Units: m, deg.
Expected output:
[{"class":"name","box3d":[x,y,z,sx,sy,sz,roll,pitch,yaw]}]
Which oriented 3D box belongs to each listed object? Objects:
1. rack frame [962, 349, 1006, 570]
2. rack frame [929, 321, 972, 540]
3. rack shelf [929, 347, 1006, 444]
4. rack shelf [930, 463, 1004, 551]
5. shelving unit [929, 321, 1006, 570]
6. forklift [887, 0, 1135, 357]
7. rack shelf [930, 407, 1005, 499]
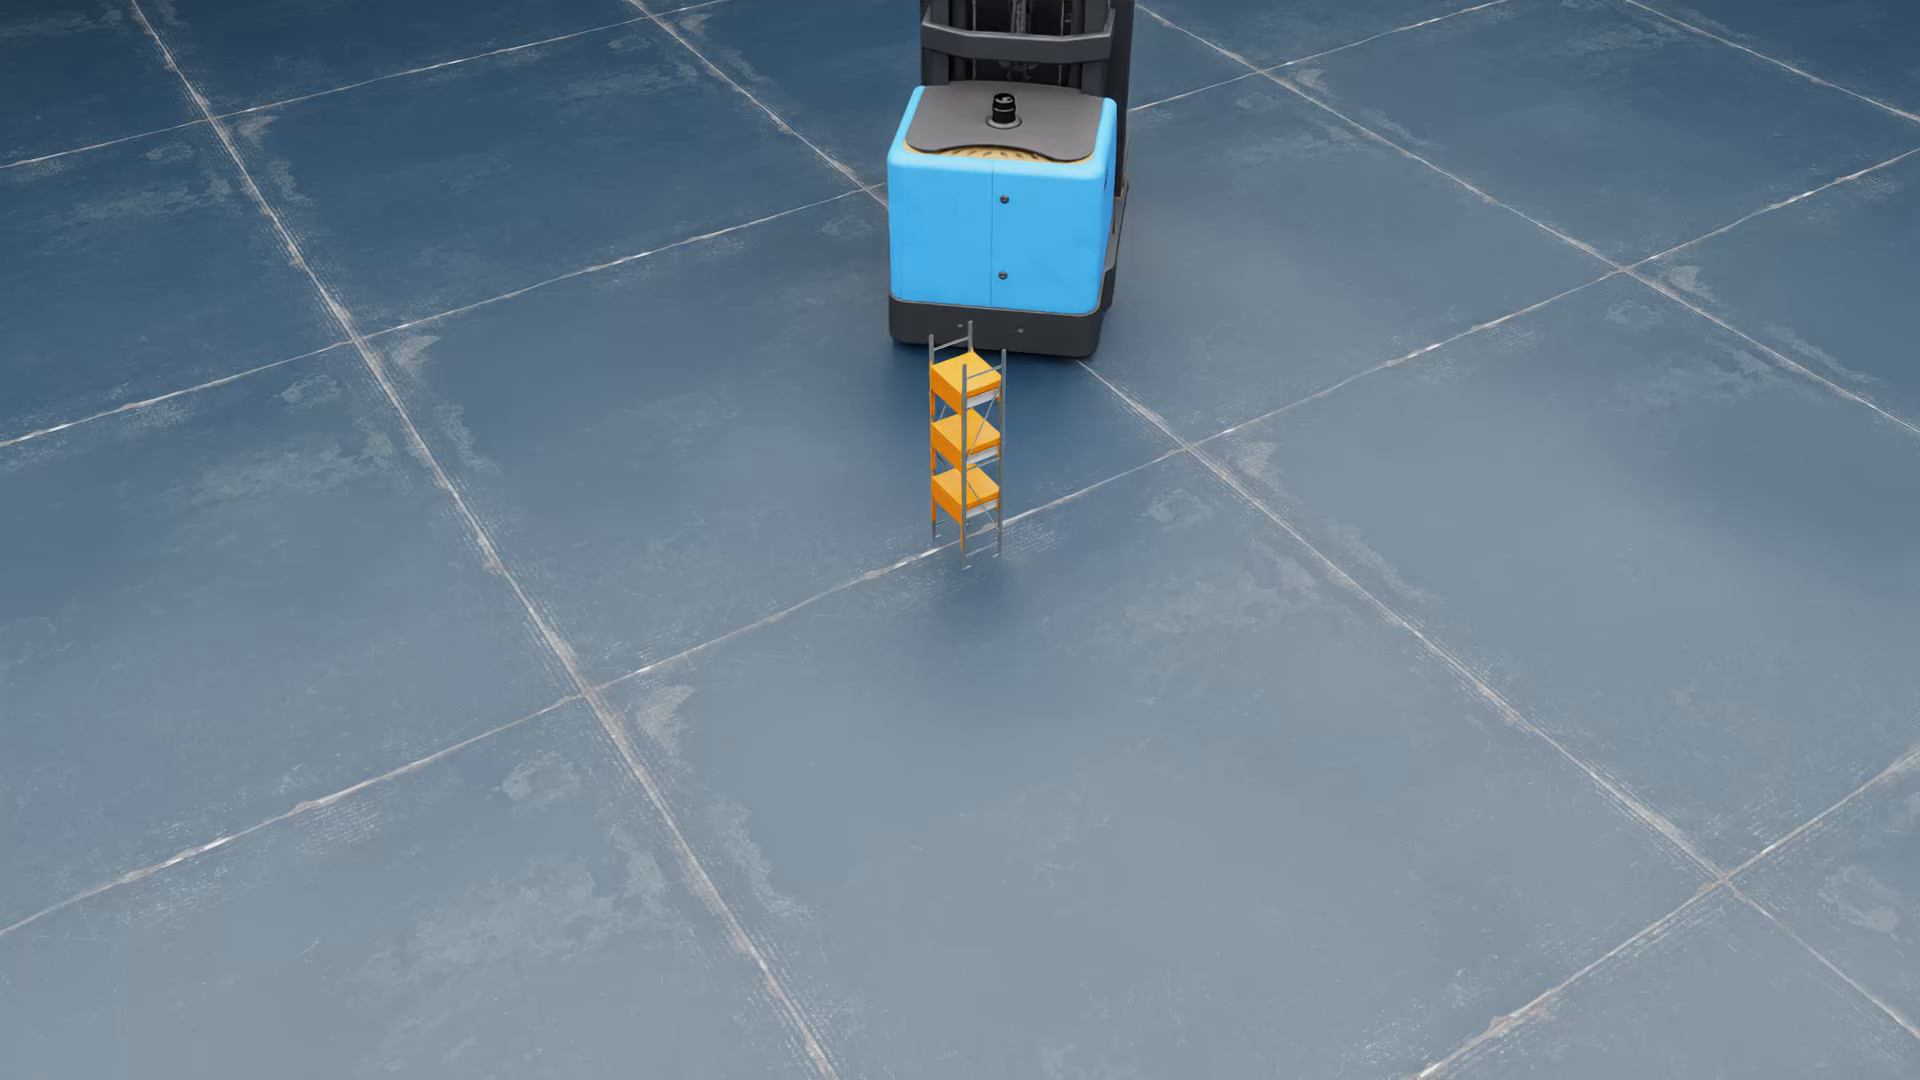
[{"class":"rack frame","box3d":[0.094,-0.309,6.800,0.200,1.050,0.008,-22,45,-24]},{"class":"rack frame","box3d":[-0.037,-0.440,6.958,0.200,1.050,0.008,-22,45,-24]},{"class":"rack shelf","box3d":[0.029,-0.584,6.704,0.215,0.259,0.240,-22,45,-24]},{"class":"rack shelf","box3d":[0.029,-0.153,7.064,0.215,0.259,0.240,-22,45,-24]},{"class":"shelving unit","box3d":[0.029,-0.374,6.879,0.215,1.050,0.252,-22,45,-24]},{"class":"forklift","box3d":[0.377,-2.976,8.531,1.130,2.935,3.031,6,40,7]},{"class":"rack shelf","box3d":[0.029,-0.366,6.886,0.215,0.259,0.240,-22,45,-24]}]
